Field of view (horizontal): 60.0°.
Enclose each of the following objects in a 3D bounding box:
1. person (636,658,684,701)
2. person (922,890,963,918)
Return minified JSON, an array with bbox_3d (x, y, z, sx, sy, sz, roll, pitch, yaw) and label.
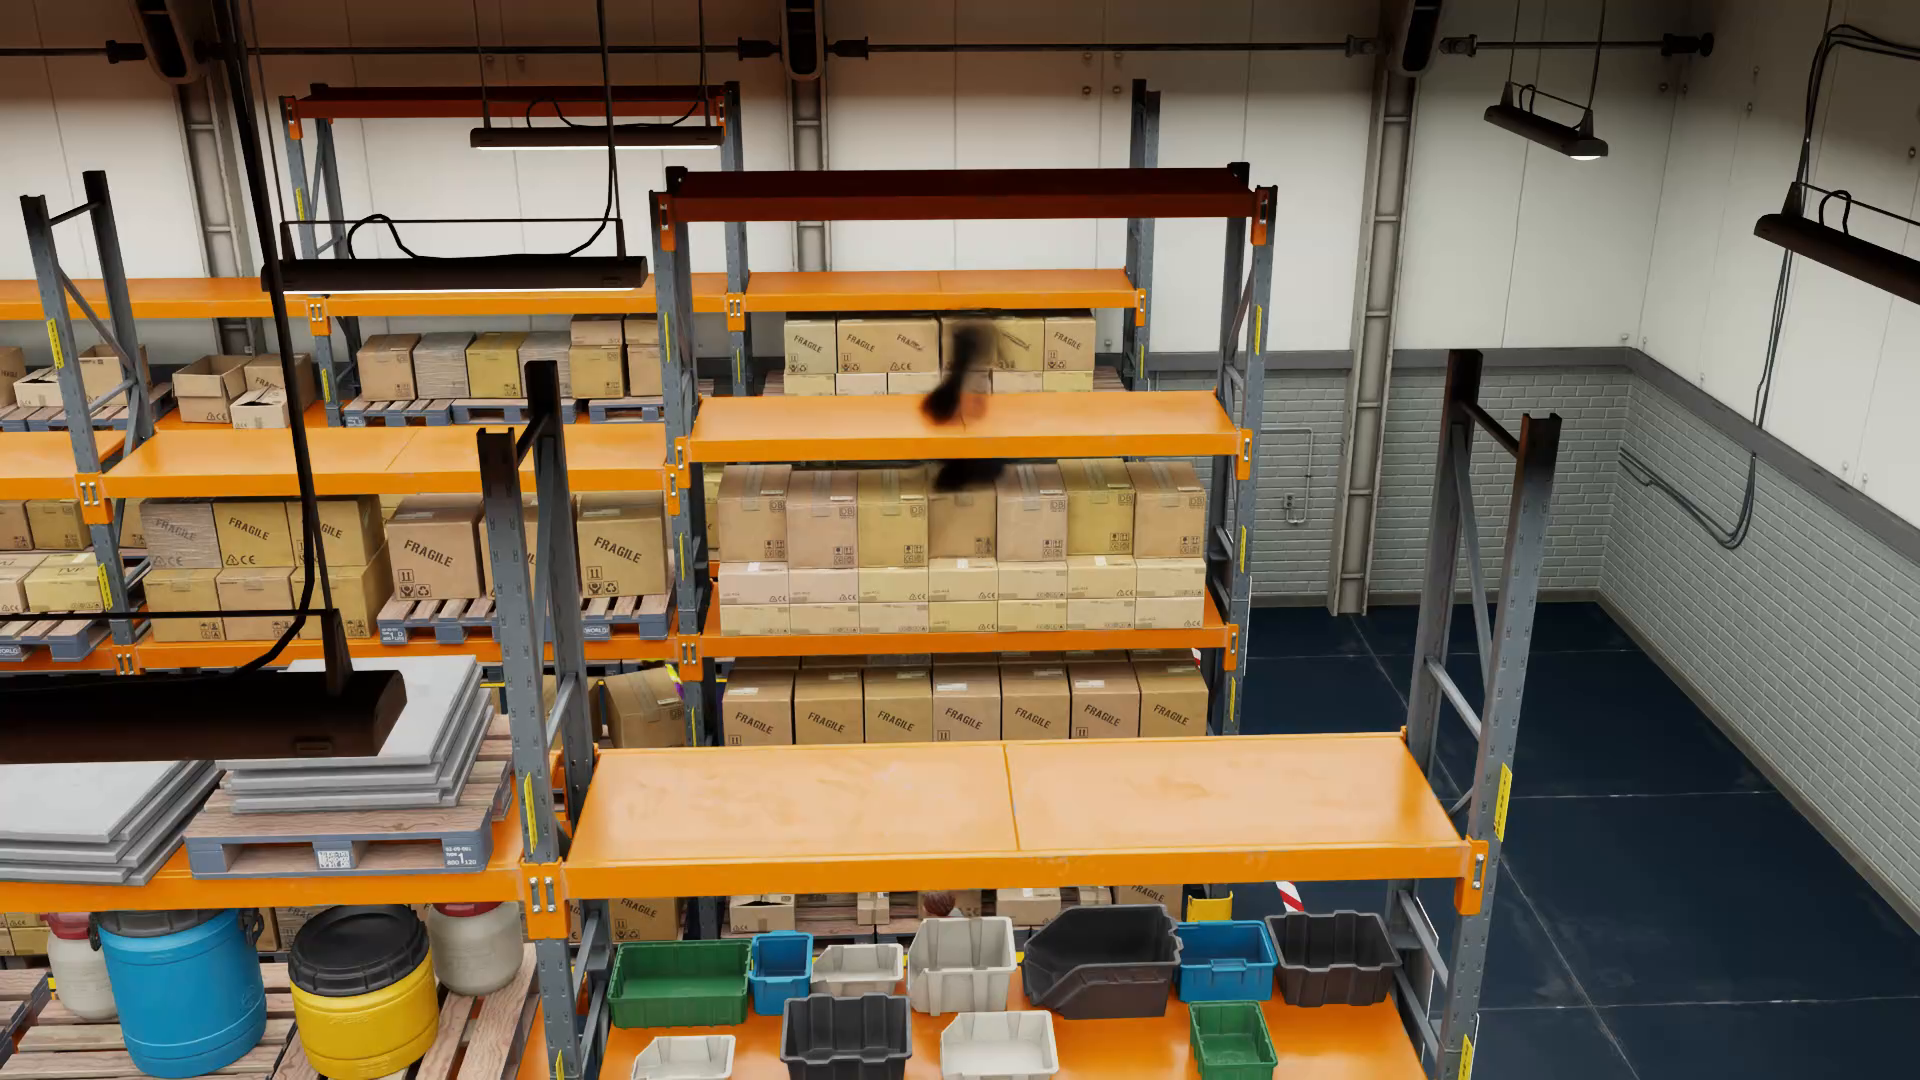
[{"bbox_3d":[-2.525,1.690,14.701,0.600,1.733,0.638,-13,26,-30],"label":"person"},{"bbox_3d":[-0.050,3.067,11.501,0.430,1.609,0.534,9,24,21],"label":"person"}]
